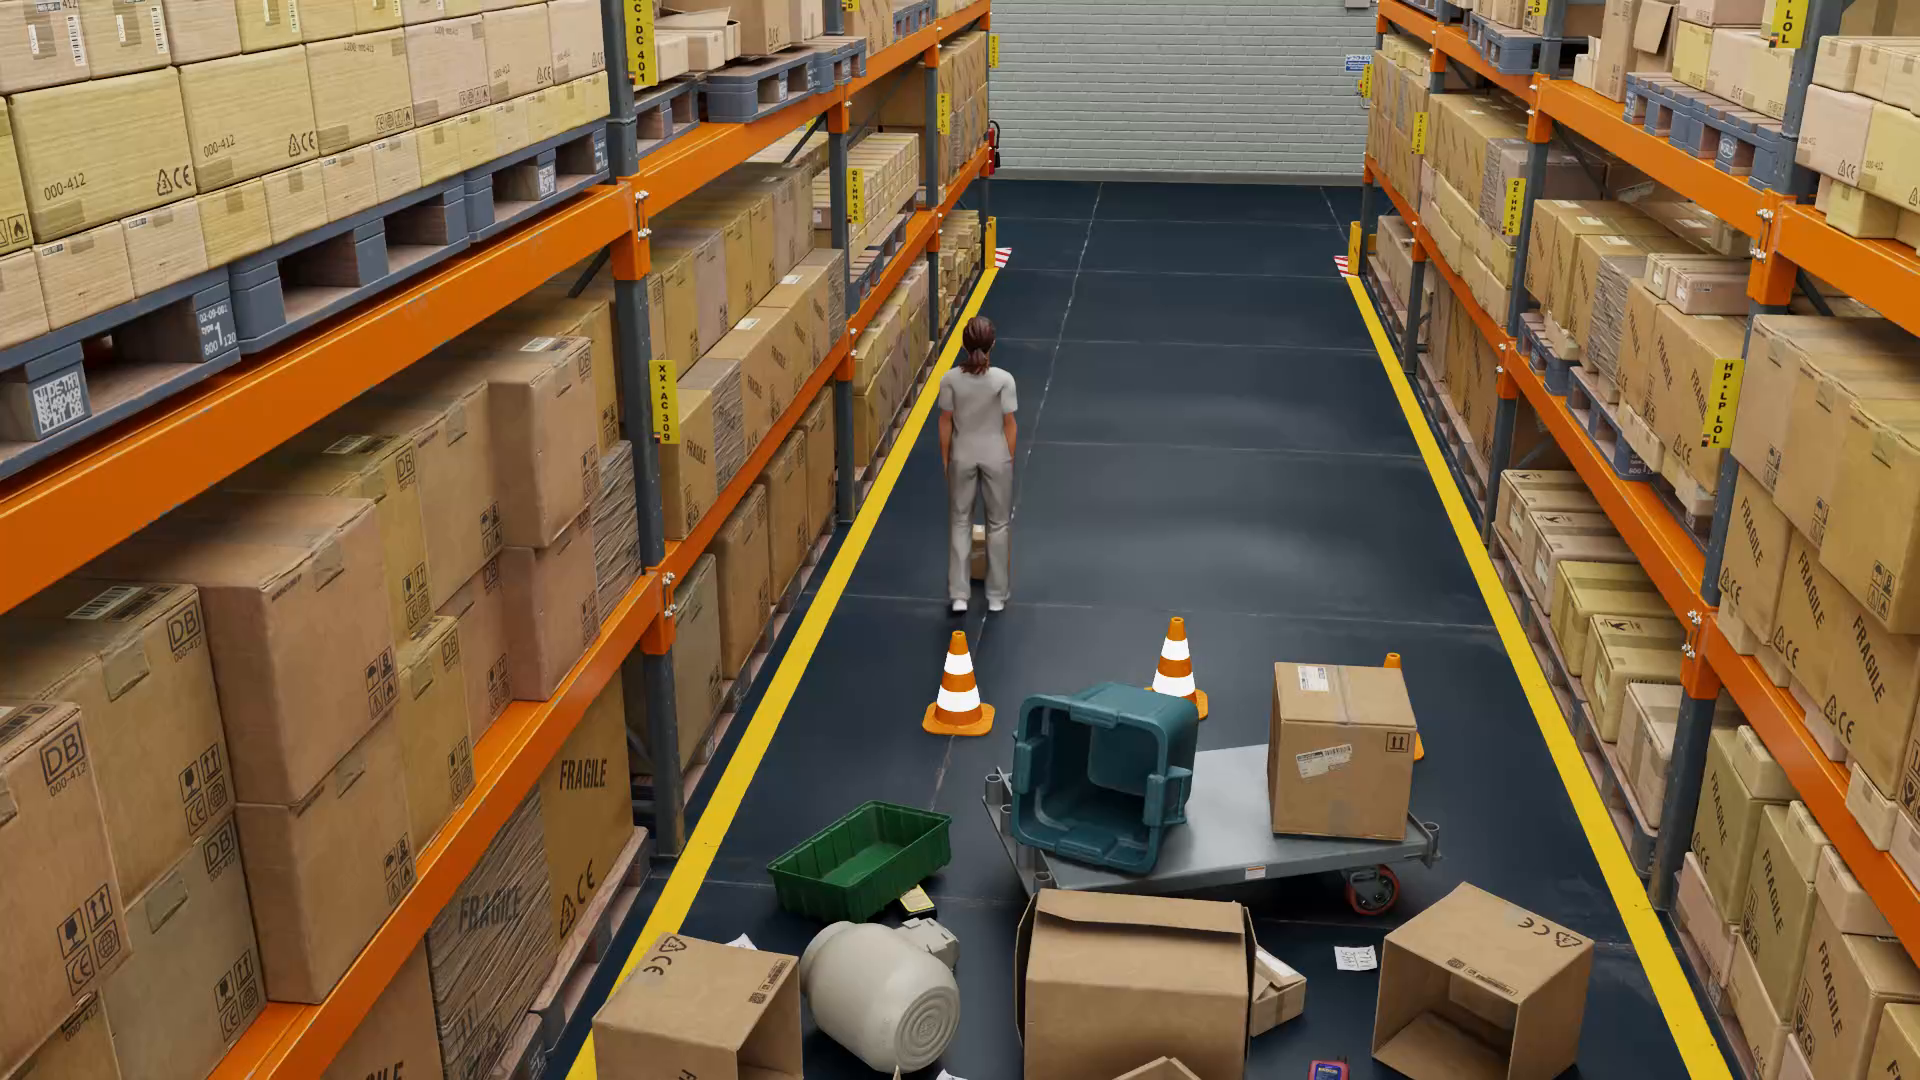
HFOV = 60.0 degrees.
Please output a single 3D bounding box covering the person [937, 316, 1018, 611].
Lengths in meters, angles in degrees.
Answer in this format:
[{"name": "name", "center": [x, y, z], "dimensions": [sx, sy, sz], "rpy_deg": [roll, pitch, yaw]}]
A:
[{"name": "person", "center": [0.099, -0.398, 9.169], "dimensions": [0.436, 1.703, 0.373], "rpy_deg": [3, 21, 7]}]
